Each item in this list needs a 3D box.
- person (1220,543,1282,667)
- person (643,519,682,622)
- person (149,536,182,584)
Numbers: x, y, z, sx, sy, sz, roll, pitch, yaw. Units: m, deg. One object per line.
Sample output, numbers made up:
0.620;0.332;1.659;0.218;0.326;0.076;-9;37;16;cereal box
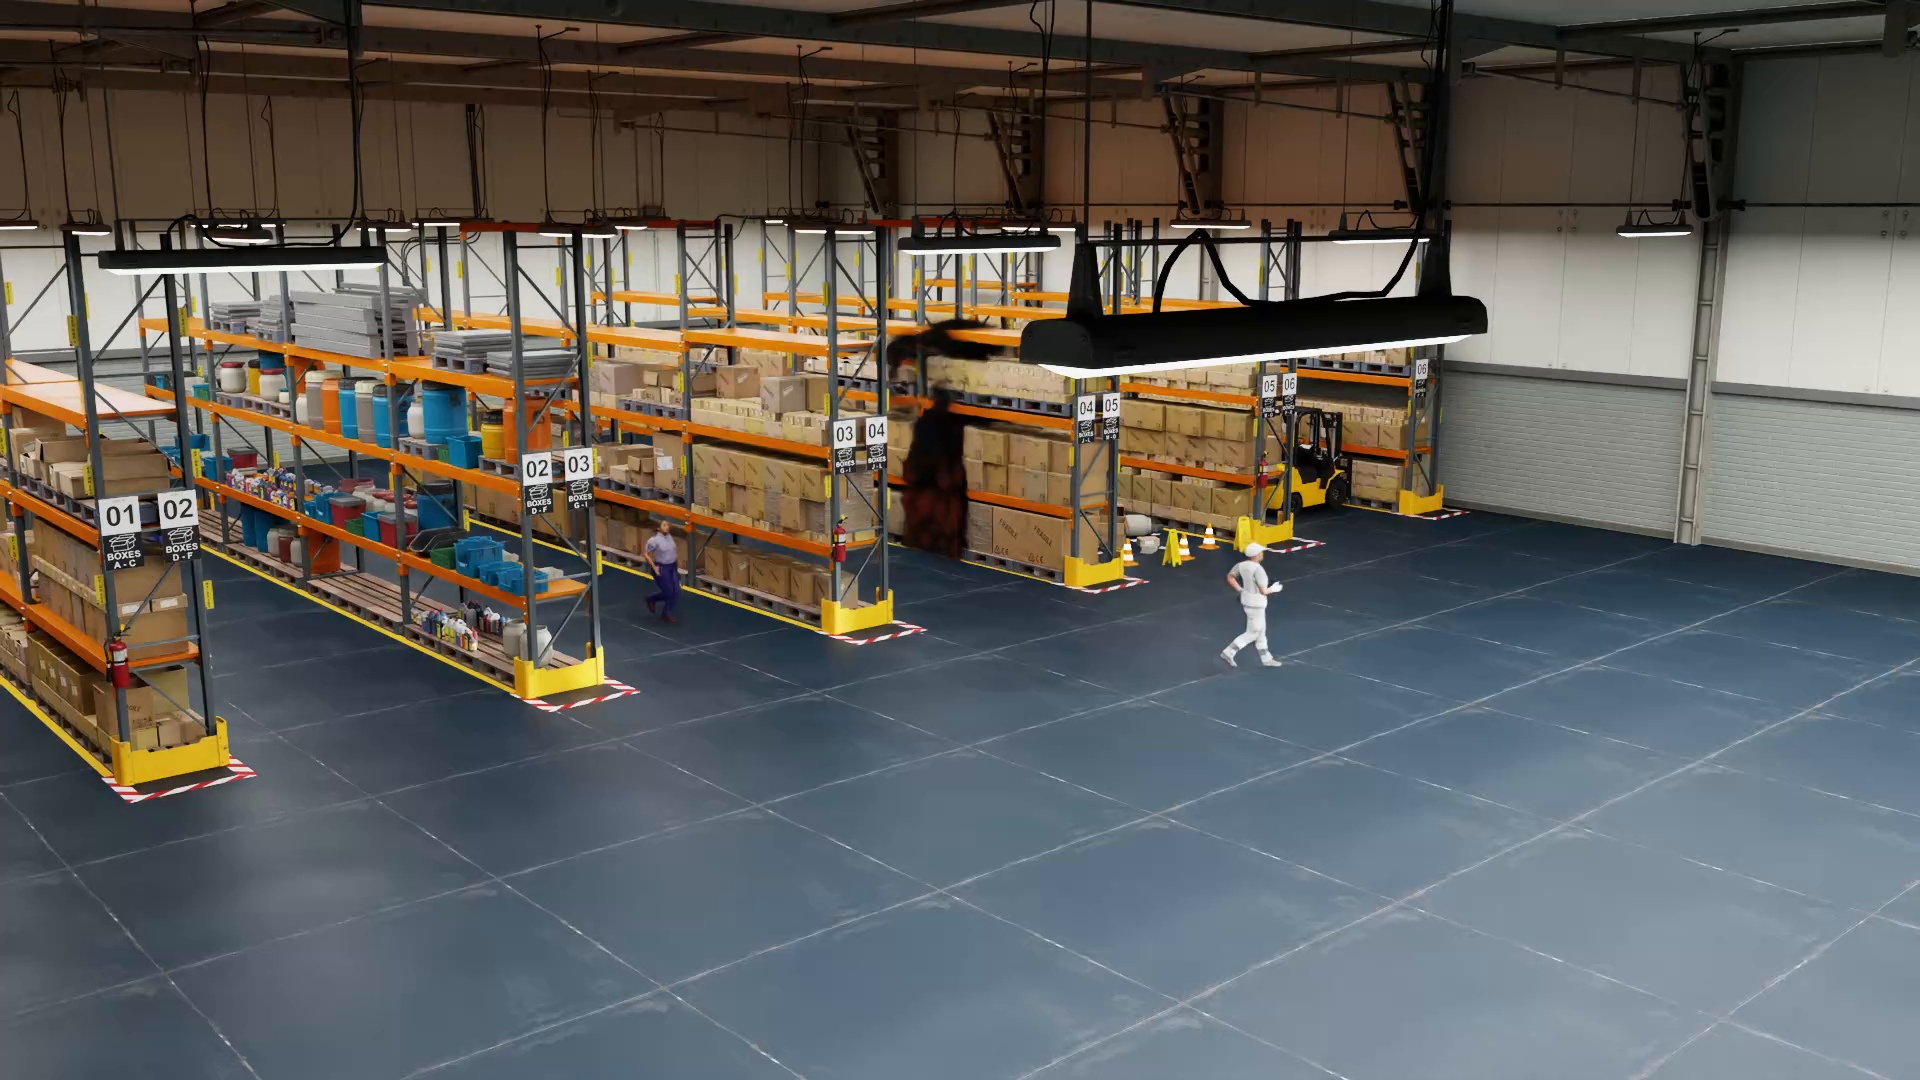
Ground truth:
4.006;0.911;22.722;0.987;1.784;0.654;-4;12;-17;person
-4.561;0.464;25.593;0.550;1.606;0.616;8;14;33;person
-12.504;0.350;26.102;0.533;1.617;0.629;10;15;40;person
